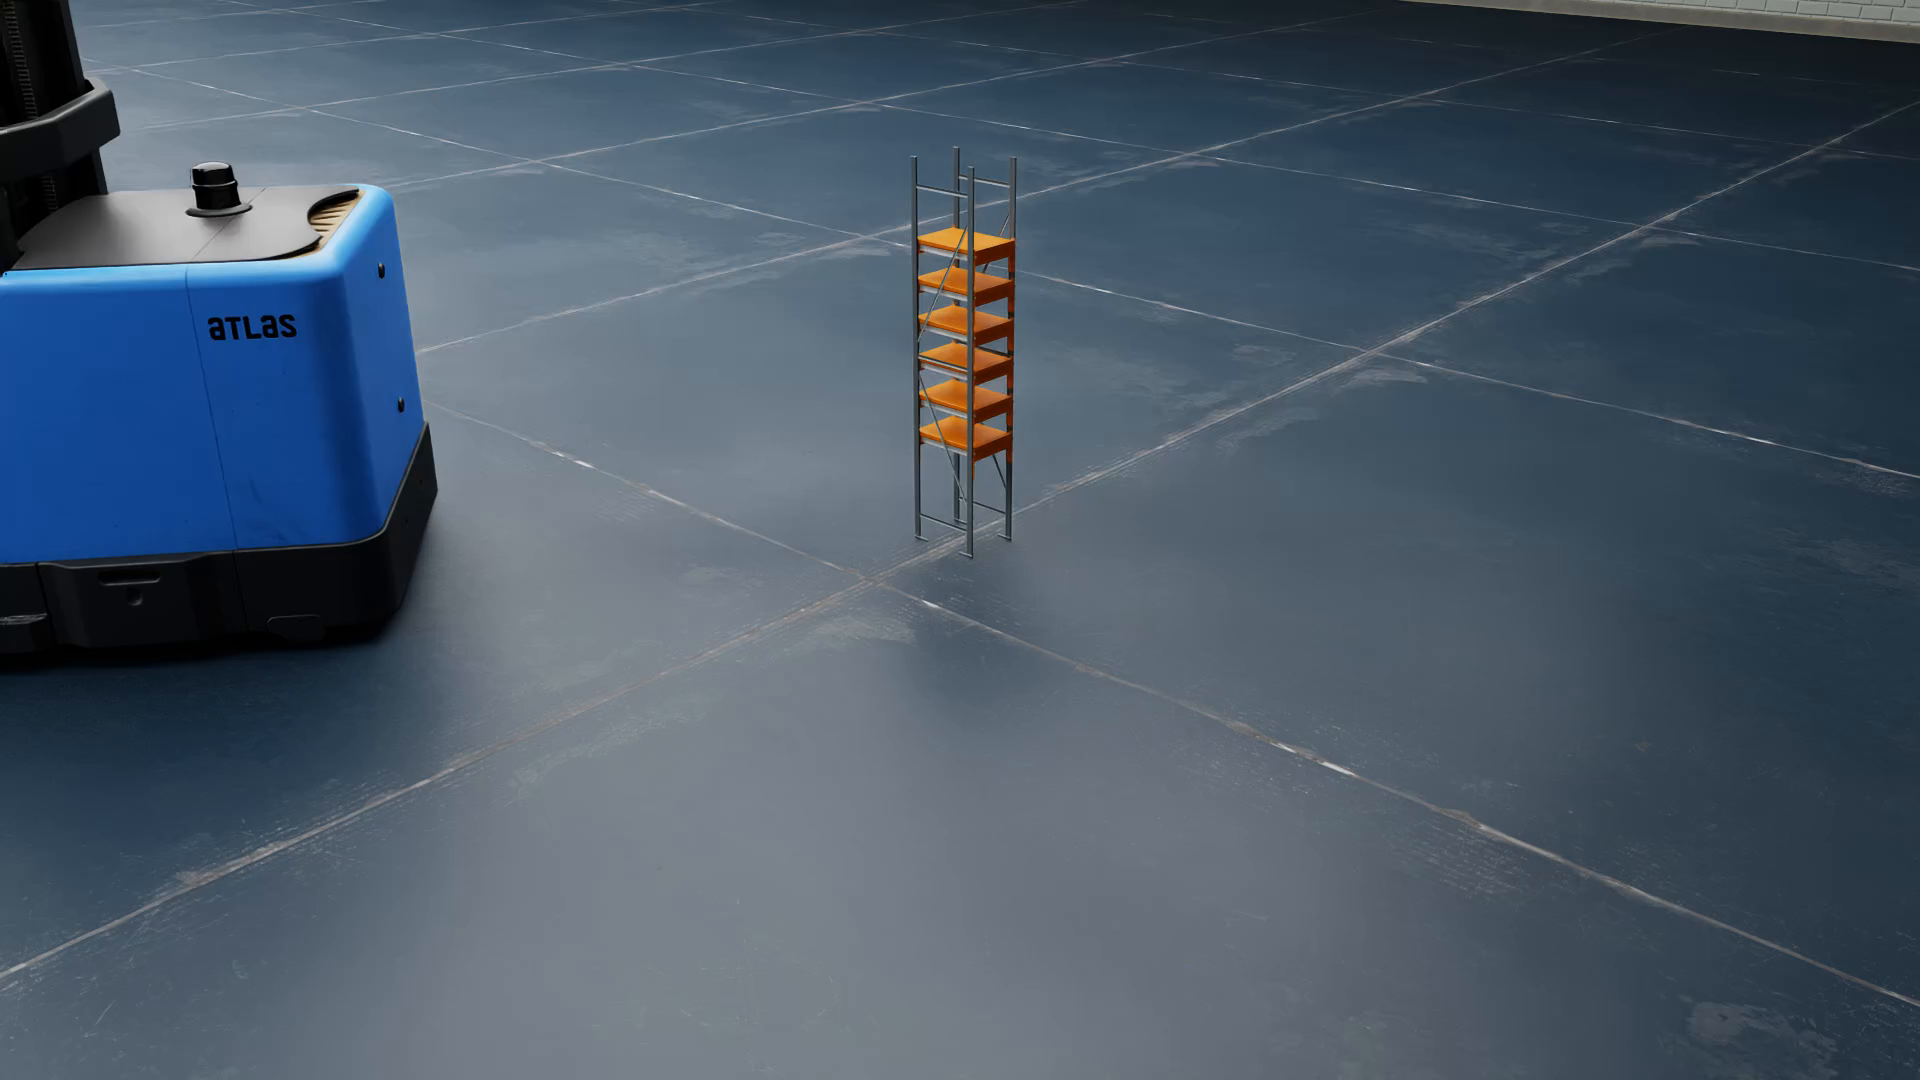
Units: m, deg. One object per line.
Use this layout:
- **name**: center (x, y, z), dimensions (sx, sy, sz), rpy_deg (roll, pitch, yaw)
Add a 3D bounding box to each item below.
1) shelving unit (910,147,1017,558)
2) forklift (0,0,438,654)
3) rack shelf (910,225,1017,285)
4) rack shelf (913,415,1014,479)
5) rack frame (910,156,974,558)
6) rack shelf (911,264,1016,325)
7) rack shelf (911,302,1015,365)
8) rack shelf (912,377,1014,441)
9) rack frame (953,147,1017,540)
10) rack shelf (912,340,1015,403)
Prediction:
- **shelving unit**: center (0.010, -0.552, 5.014), dimensions (0.258, 1.200, 0.189), rpy_deg (20, 31, 38)
- **forklift**: center (-3.135, -1.162, 4.259), dimensions (3.031, 2.935, 1.130), rpy_deg (-4, 24, -8)
- **rack shelf**: center (0.010, -0.840, 4.885), dimensions (0.258, 0.103, 0.180), rpy_deg (20, 31, 38)
- **rack shelf**: center (0.010, -0.292, 5.131), dimensions (0.258, 0.103, 0.180), rpy_deg (20, 31, 38)
- **rack frame**: center (-0.051, -0.524, 4.952), dimensions (0.240, 1.200, 0.006), rpy_deg (20, 31, 38)
- **rack shelf**: center (0.010, -0.730, 4.934), dimensions (0.258, 0.103, 0.180), rpy_deg (20, 31, 38)
- **rack shelf**: center (0.010, -0.621, 4.983), dimensions (0.258, 0.103, 0.180), rpy_deg (20, 31, 38)
- **rack shelf**: center (0.010, -0.402, 5.082), dimensions (0.258, 0.103, 0.180), rpy_deg (20, 31, 38)
- **rack frame**: center (0.071, -0.580, 5.077), dimensions (0.240, 1.200, 0.006), rpy_deg (20, 31, 38)
- **rack shelf**: center (0.010, -0.511, 5.033), dimensions (0.258, 0.103, 0.180), rpy_deg (20, 31, 38)
